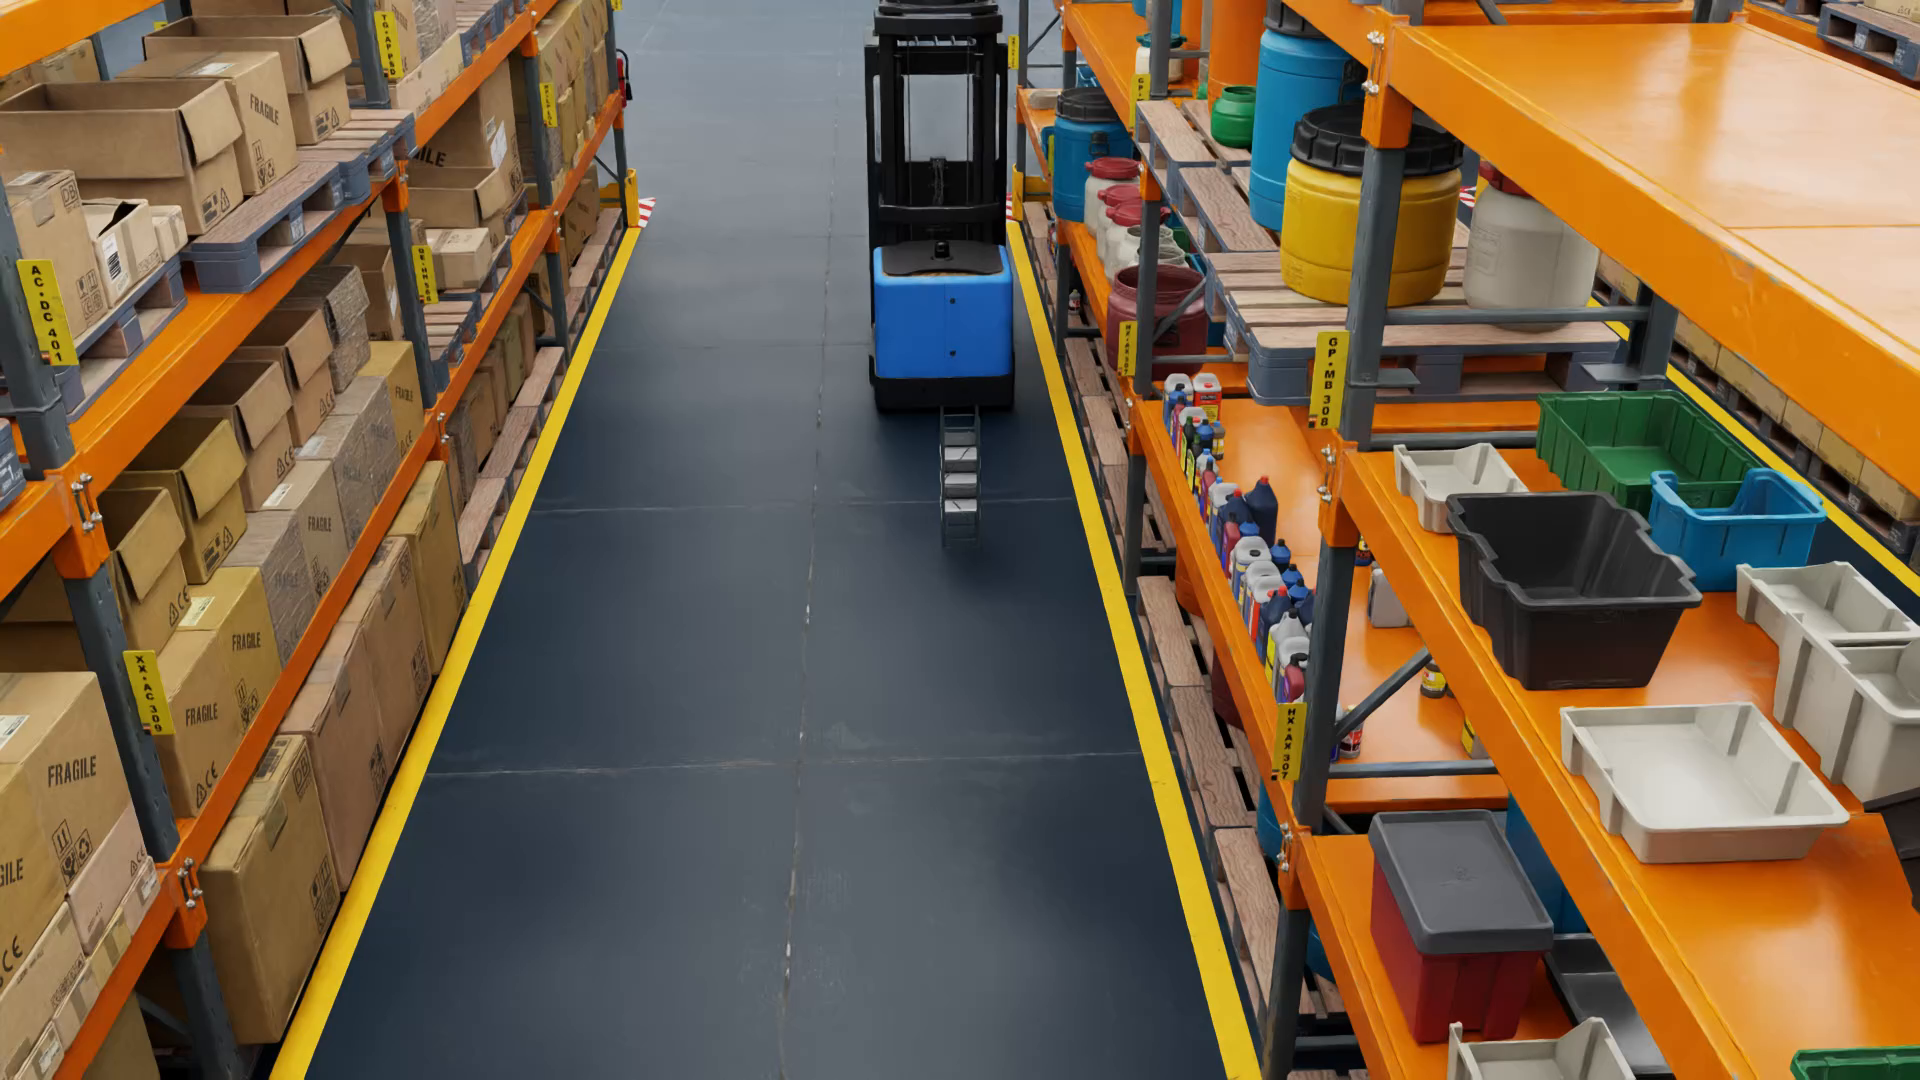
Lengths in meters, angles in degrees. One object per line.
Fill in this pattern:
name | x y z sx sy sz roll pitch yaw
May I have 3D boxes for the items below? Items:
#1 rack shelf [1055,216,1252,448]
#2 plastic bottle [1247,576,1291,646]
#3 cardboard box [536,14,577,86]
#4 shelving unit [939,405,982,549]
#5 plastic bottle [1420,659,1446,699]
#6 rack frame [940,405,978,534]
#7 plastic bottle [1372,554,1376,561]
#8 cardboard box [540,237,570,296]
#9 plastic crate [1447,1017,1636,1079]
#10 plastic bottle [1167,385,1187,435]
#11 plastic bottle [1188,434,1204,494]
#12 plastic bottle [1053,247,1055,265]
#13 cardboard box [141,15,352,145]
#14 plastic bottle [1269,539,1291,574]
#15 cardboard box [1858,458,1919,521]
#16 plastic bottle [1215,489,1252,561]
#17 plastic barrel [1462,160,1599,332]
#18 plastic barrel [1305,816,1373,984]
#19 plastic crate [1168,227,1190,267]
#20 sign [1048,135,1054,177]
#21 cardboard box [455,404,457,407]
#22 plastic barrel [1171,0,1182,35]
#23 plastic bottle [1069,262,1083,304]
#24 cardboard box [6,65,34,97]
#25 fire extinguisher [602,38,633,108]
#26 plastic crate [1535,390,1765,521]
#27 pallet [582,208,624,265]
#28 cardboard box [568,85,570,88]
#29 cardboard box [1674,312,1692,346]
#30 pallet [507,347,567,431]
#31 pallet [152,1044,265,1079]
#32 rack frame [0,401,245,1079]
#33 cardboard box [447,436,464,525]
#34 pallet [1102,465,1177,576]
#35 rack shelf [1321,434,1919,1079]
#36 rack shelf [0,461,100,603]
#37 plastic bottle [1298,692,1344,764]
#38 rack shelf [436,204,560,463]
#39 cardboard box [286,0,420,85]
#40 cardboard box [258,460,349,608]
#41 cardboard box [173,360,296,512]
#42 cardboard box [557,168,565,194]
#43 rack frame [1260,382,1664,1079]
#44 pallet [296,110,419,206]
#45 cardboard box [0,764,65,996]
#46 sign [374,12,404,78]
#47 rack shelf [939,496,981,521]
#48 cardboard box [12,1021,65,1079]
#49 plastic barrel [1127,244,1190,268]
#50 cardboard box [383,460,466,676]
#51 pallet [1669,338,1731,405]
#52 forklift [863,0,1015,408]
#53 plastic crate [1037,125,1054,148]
rack shelf | 1.392 -1.631 11.411 1.077 0.370 4.000 -1 28 -3
plastic bottle | 1.316 0.300 7.065 0.152 0.276 0.135 -1 28 -3
cardboard box | -3.482 -4.049 13.759 0.500 0.500 0.500 -1 28 -3
shelving unit | 0.000 -0.395 10.535 0.258 0.900 0.210 -1 28 -3
plastic bottle | 1.919 0.529 6.707 0.097 0.201 0.097 0 28 0
rack frame | -0.005 -0.442 10.625 0.240 0.900 0.006 -1 28 -3
plastic bottle | 1.986 -0.079 7.710 0.144 0.351 0.185 -1 28 -3
cardboard box | -3.677 -2.282 14.130 0.500 0.500 0.500 7 28 14
plastic crate | 1.601 1.557 4.585 0.437 0.282 0.530 -1 28 -3
plastic bottle | 1.175 -0.707 9.002 0.097 0.271 0.097 0 28 0
plastic bottle | 1.194 -0.384 8.368 0.061 0.283 0.133 -1 28 -3
plastic bottle | 0.890 -2.580 15.003 0.097 0.201 0.097 0 28 0
cardboard box | -3.346 -2.189 7.893 0.797 0.503 0.637 0 28 0
plastic bottle | 1.421 0.121 7.413 0.097 0.271 0.097 0 28 0
cardboard box | 6.172 -0.348 10.693 0.500 0.250 0.500 -1 28 -1
plastic bottle | 1.273 -0.082 7.718 0.144 0.351 0.185 -1 28 -3
plastic barrel | 1.928 -1.005 5.588 0.433 0.535 0.433 0 28 0
plastic barrel | 1.694 1.314 6.803 0.600 0.901 0.708 -1 28 -3
plastic crate | 1.660 -1.982 11.536 0.450 0.188 0.662 -1 28 -3
sign | 0.737 -2.988 12.936 0.100 0.325 0.005 -1 28 -3
cardboard box | -3.553 -0.879 10.609 0.500 0.250 0.500 2 28 3
plastic barrel | 1.599 -3.592 10.608 0.600 0.901 0.708 -1 28 -3
plastic bottle | 0.966 -2.184 14.083 0.144 0.351 0.185 -2 28 -4
cardboard box | -8.807 -3.909 14.839 0.875 0.550 0.550 -1 28 -3
fire extinguisher | -3.414 -4.631 16.469 0.296 0.674 0.183 -1 28 -3
plastic crate | 2.029 -0.227 4.926 0.450 0.188 0.662 -1 28 -3
pallet | -3.857 -2.954 16.185 1.003 0.211 1.213 -1 28 -3
cardboard box | -3.738 -3.600 13.978 0.875 0.500 0.500 -1 28 -3
cardboard box | 6.008 -1.766 13.412 0.500 0.250 0.500 -2 28 -4
pallet | -3.617 -1.158 12.742 1.003 0.211 1.213 -1 28 -3
pallet | -3.357 1.822 7.027 1.003 0.211 1.213 -1 28 -3
rack frame | -3.241 0.941 5.703 1.000 3.000 0.127 -1 28 -3
cardboard box | -3.505 -0.302 10.313 0.700 0.500 0.500 -3 28 -5
pallet | 1.494 -0.149 10.807 1.003 0.211 1.213 -1 28 -3
rack shelf | 1.809 0.734 3.634 1.077 0.370 4.000 -1 28 -3
rack shelf | -3.137 0.853 3.405 1.077 0.370 4.000 -1 28 -3
plastic bottle | 1.362 0.702 6.295 0.152 0.276 0.135 -1 28 -3
rack shelf | -3.555 -1.511 11.182 1.077 0.370 4.000 -1 28 -3
cardboard box | -3.218 -2.726 8.840 0.500 0.500 0.500 -1 28 -2
cardboard box | -3.101 -0.024 7.444 0.500 0.500 0.500 -1 28 -2
cardboard box | -3.355 -0.447 7.171 0.797 0.503 0.637 -1 28 -1
cardboard box | -3.370 -2.865 13.271 0.380 0.149 0.250 -1 28 -3
rack frame | 1.705 0.821 5.932 1.000 3.000 0.127 -1 28 -3
pallet | -3.364 -1.857 8.027 1.213 0.211 1.003 0 28 0
cardboard box | -2.928 0.980 4.657 0.500 0.500 0.500 -1 28 -2
sign | -2.895 -2.511 8.432 0.100 0.325 0.005 -1 28 -3
rack shelf | 0.000 -0.206 10.633 0.258 0.077 0.200 -1 28 -3
cardboard box | -2.858 1.541 4.823 0.380 0.149 0.250 -1 28 -2
plastic barrel | 1.229 -1.546 10.349 0.421 0.512 0.421 0 28 0
cardboard box | -3.435 0.168 9.027 1.225 0.875 0.875 -3 28 -5
pallet | 6.311 -1.416 13.236 1.003 0.211 1.213 -1 28 -3
forklift | -0.194 -2.936 13.211 1.130 2.935 3.031 -1 28 -3
plastic crate | 0.950 -3.500 14.503 0.530 0.136 0.437 -1 28 -3
